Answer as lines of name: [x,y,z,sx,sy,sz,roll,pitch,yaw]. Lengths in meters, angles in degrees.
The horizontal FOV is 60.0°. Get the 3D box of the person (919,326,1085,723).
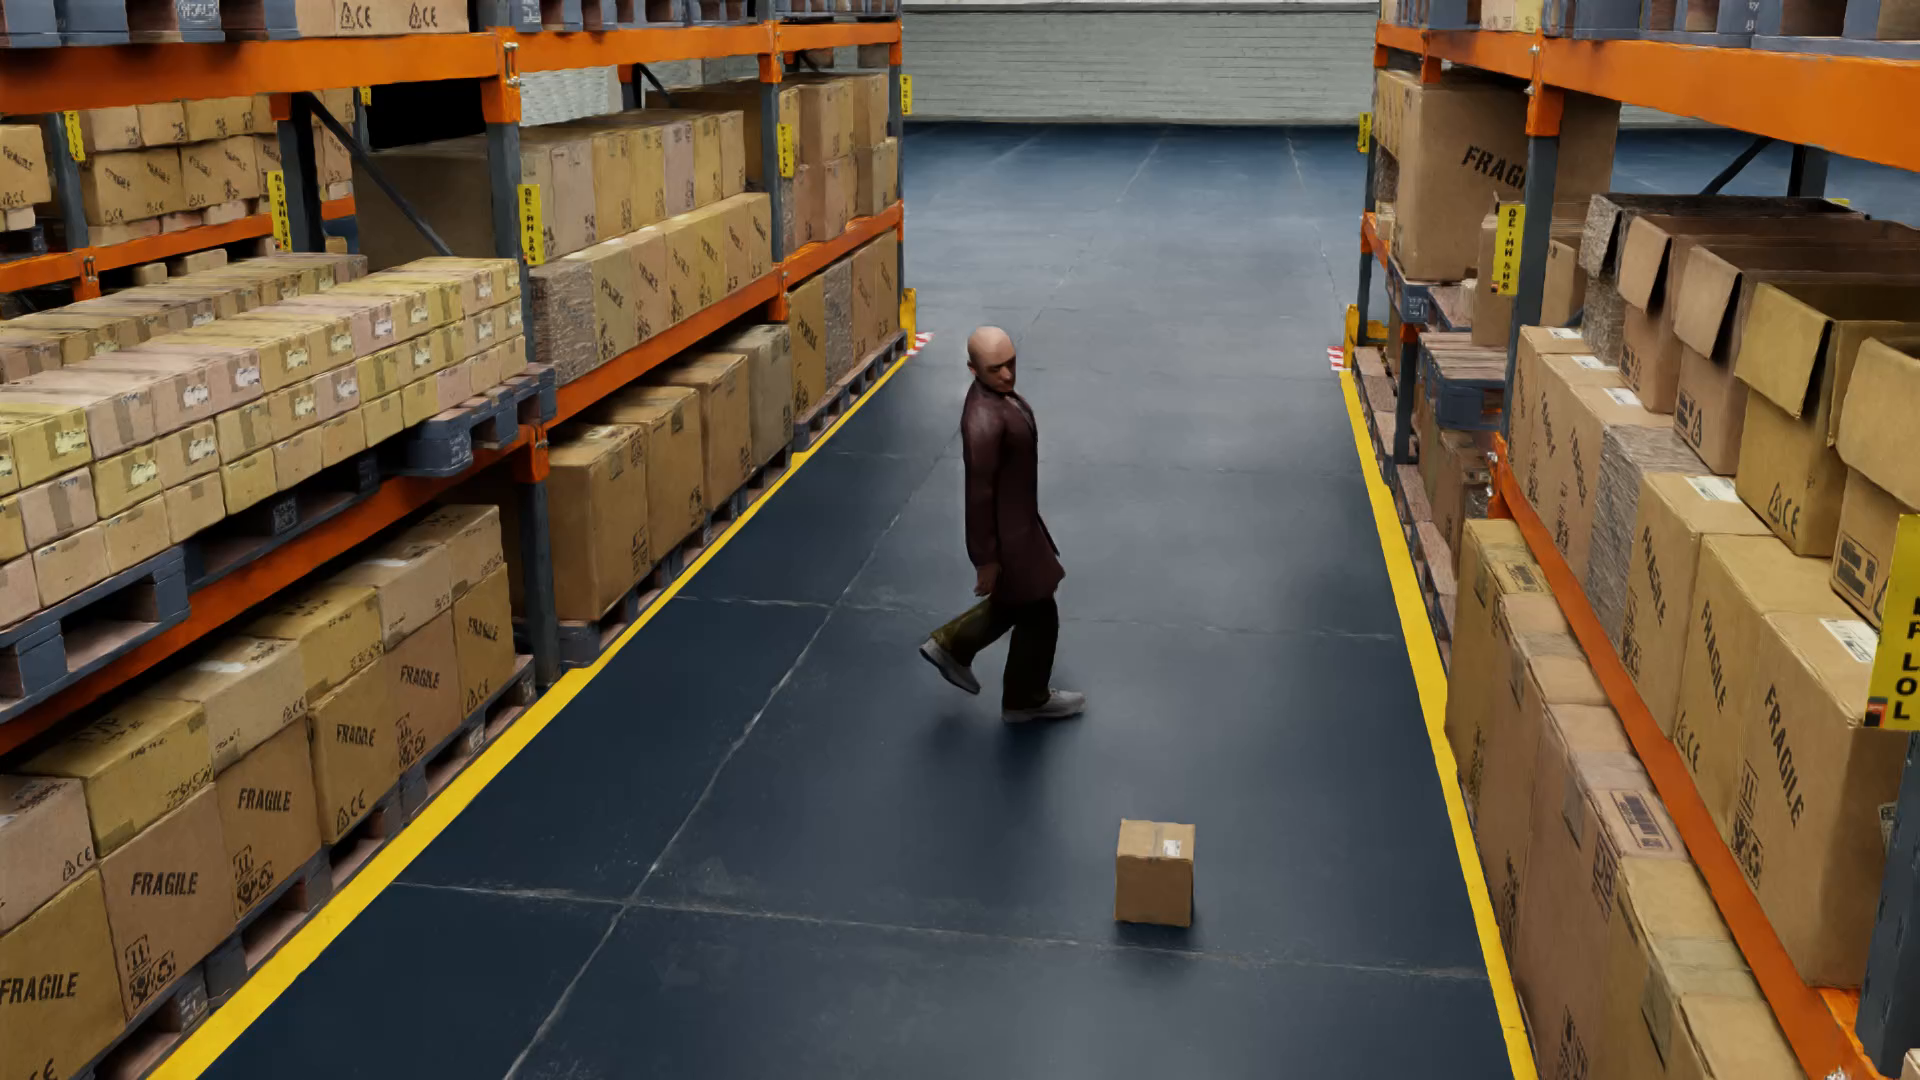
person: [0.185,-0.025,6.729,0.713,1.734,0.632,0,18,-1]
